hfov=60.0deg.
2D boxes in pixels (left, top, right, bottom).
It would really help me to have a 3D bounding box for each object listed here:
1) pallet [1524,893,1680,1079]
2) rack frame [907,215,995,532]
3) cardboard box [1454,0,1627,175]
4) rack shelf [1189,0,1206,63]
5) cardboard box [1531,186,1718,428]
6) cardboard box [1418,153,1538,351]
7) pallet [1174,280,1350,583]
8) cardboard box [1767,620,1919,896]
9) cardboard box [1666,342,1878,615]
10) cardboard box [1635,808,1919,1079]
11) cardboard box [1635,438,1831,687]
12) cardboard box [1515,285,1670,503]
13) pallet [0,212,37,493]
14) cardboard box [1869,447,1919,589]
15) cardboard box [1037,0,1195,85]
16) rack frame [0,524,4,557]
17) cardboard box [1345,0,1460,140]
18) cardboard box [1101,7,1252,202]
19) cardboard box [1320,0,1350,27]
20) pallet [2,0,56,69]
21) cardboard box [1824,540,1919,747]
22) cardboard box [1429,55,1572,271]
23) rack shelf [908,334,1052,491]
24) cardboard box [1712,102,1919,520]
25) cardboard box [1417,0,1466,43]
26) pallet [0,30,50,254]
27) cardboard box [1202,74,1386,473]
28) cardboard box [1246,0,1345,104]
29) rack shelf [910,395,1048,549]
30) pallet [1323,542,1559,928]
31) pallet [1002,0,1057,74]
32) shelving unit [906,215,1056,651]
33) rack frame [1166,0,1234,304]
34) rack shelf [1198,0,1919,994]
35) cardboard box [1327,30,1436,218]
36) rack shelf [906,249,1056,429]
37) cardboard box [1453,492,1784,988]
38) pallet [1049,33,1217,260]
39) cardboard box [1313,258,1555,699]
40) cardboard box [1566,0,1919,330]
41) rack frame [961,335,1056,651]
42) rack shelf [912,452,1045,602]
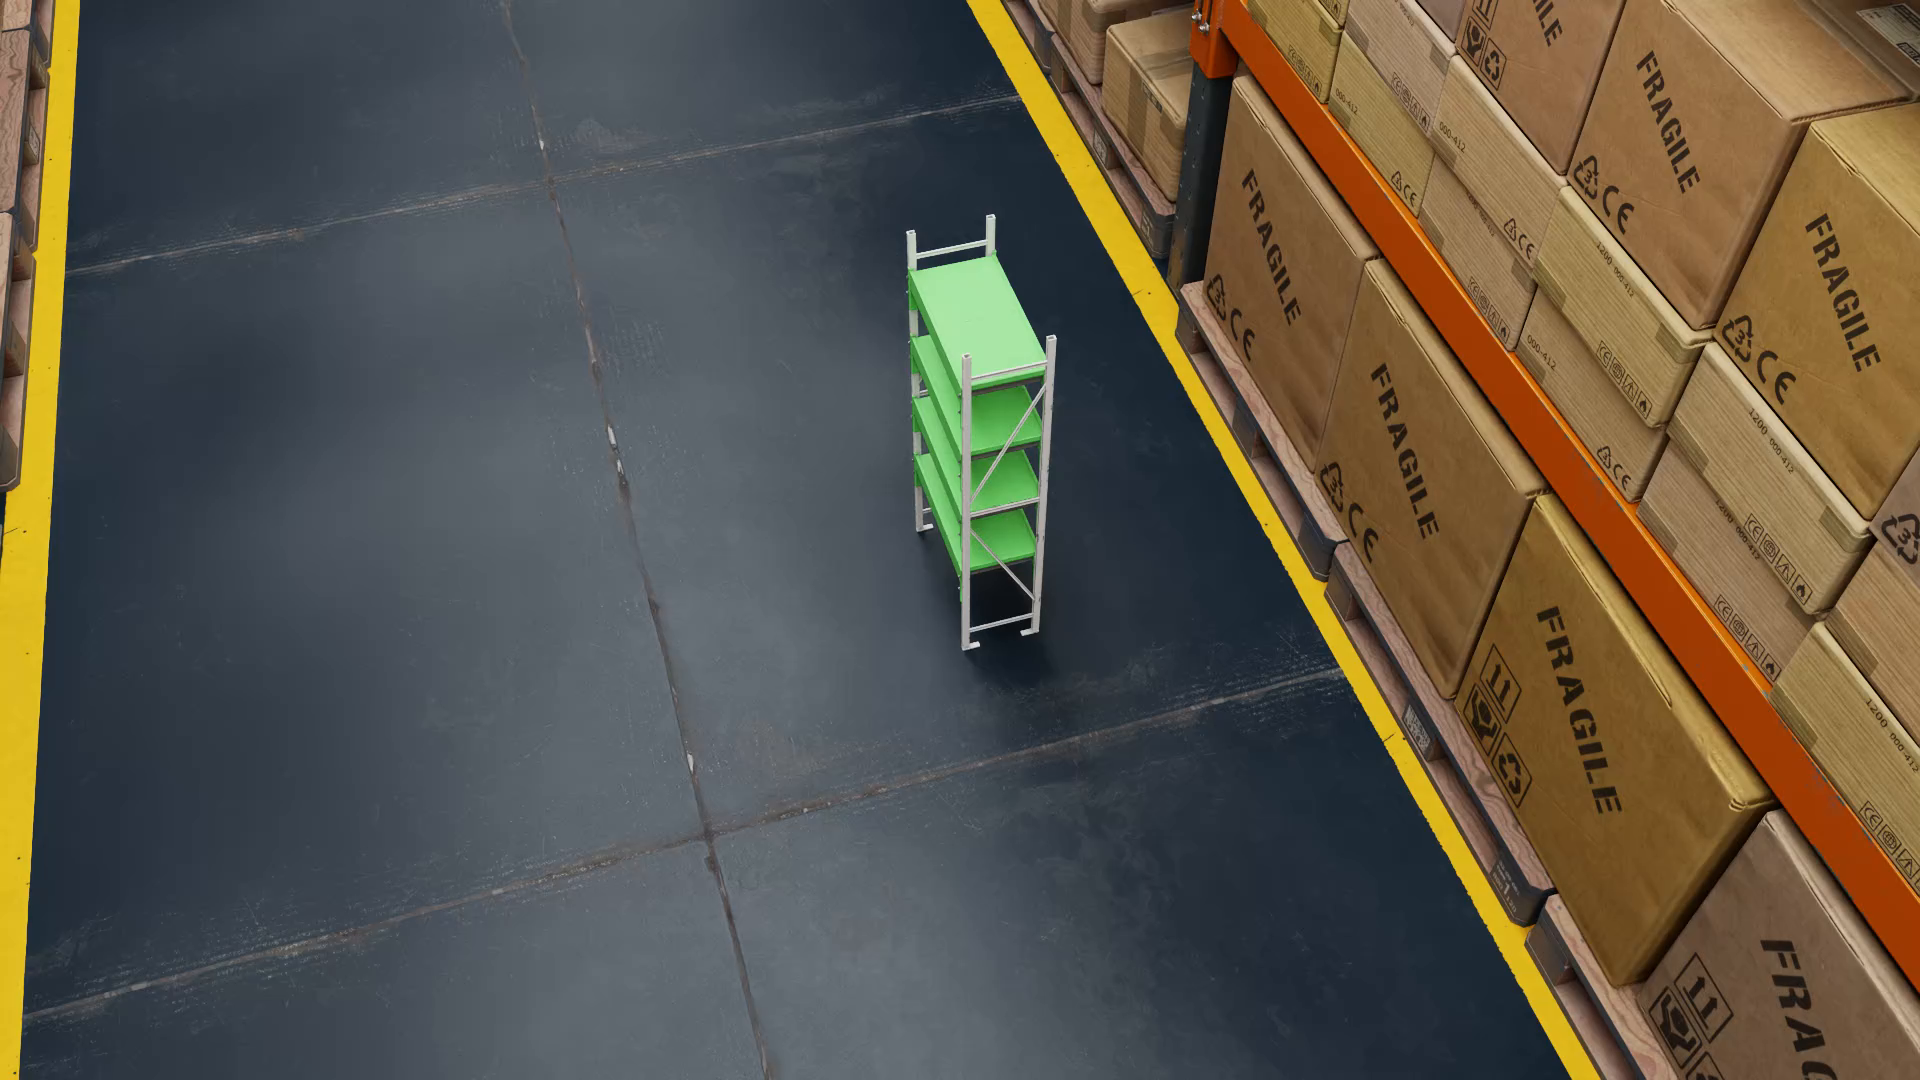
[{"bbox_3d":[2.126,1.301,4.015,1.003,0.211,1.213,-13,51,-11],"label":"pallet"},{"bbox_3d":[-0.023,-0.444,4.840,0.240,1.200,0.015,-13,51,-11],"label":"rack frame"},{"bbox_3d":[1.450,-1.170,3.555,0.500,0.500,0.500,-12,51,-10],"label":"cardboard box"},{"bbox_3d":[0.652,-3.201,6.457,1.077,0.370,4.000,-13,51,-11],"label":"rack shelf"},{"bbox_3d":[1.582,-0.541,3.515,0.500,0.250,0.500,-13,51,-10],"label":"cardboard box"},{"bbox_3d":[1.466,-0.754,4.022,0.500,0.250,0.500,-12,51,-10],"label":"cardboard box"},{"bbox_3d":[1.405,-0.481,5.517,1.003,0.211,1.213,-13,51,-11],"label":"pallet"},{"bbox_3d":[1.903,0.355,3.087,0.500,0.250,0.500,-14,51,-11],"label":"cardboard box"},{"bbox_3d":[1.750,-0.171,3.203,0.500,0.250,0.500,-12,51,-10],"label":"cardboard box"},{"bbox_3d":[2.167,1.064,3.506,0.875,0.875,0.875,-12,51,-10],"label":"cardboard box"},{"bbox_3d":[1.772,-0.018,3.402,0.500,0.250,0.500,-15,51,-12],"label":"cardboard box"},{"bbox_3d":[1.615,-0.395,3.719,0.500,0.250,0.500,-13,51,-11],"label":"cardboard box"},{"bbox_3d":[-3.703,-0.559,5.583,1.003,0.211,1.213,-13,51,-11],"label":"pallet"},{"bbox_3d":[1.894,-0.051,2.612,0.500,0.500,0.500,-12,51,-10],"label":"cardboard box"},{"bbox_3d":[0.860,-2.213,6.598,0.950,0.372,0.625,-14,51,-12],"label":"cardboard box"},{"bbox_3d":[-3.497,-0.847,4.002,1.000,3.000,0.127,-13,51,-11],"label":"rack frame"},{"bbox_3d":[1.309,-1.281,4.140,0.500,0.250,0.500,-12,51,-10],"label":"cardboard box"},{"bbox_3d":[1.086,-1.676,6.145,0.950,0.372,0.625,-16,52,-13],"label":"cardboard box"},{"bbox_3d":[1.157,-1.659,4.458,0.500,0.250,0.500,-14,51,-11],"label":"cardboard box"},{"bbox_3d":[-4.425,-2.341,7.085,1.003,0.211,1.213,-13,51,-11],"label":"pallet"},{"bbox_3d":[1.909,0.206,2.886,0.500,0.250,0.500,-12,51,-10],"label":"cardboard box"},{"bbox_3d":[1.445,-0.915,3.830,0.500,0.250,0.500,-13,51,-11],"label":"cardboard box"},{"bbox_3d":[0.049,-0.379,4.555,0.258,0.148,0.480,-13,51,-11],"label":"rack shelf"},{"bbox_3d":[1.763,-0.426,2.928,0.500,0.500,0.500,-12,51,-10],"label":"cardboard box"},{"bbox_3d":[1.312,-1.551,3.876,0.500,0.500,0.500,-13,51,-11],"label":"cardboard box"},{"bbox_3d":[-4.060,-1.448,6.333,1.003,0.211,1.213,-13,51,-11],"label":"pallet"},{"bbox_3d":[1.368,-0.900,5.162,0.875,0.875,0.875,-14,51,-11],"label":"cardboard box"},{"bbox_3d":[1.148,-1.510,4.659,0.500,0.250,0.500,-14,51,-12],"label":"cardboard box"},{"bbox_3d":[0.049,-0.225,4.738,0.258,0.148,0.480,-13,51,-11],"label":"rack shelf"},{"bbox_3d":[1.762,0.409,4.767,1.003,0.211,1.213,-13,51,-11],"label":"pallet"},{"bbox_3d":[0.657,-2.534,7.248,1.003,0.211,1.213,-13,51,-11],"label":"pallet"},{"bbox_3d":[0.049,-0.266,4.689,0.258,1.200,0.503,-13,51,-11],"label":"shelving unit"},{"bbox_3d":[1.243,-1.972,4.951,1.000,3.000,0.127,-13,51,-11],"label":"rack frame"},{"bbox_3d":[1.835,-0.280,3.994,1.077,0.370,4.000,-13,51,-11],"label":"rack shelf"},{"bbox_3d":[1.317,-1.139,4.346,0.500,0.250,0.500,-15,51,-12],"label":"cardboard box"},{"bbox_3d":[0.049,-0.534,4.371,0.258,0.148,0.480,-13,51,-11],"label":"rack shelf"},{"bbox_3d":[1.892,0.406,4.061,0.875,0.875,0.875,-12,51,-10],"label":"cardboard box"},{"bbox_3d":[1.014,-1.645,6.498,1.003,0.211,1.213,-13,51,-11],"label":"pallet"},{"bbox_3d":[1.628,-0.247,4.612,0.875,0.875,0.875,-13,51,-11],"label":"cardboard box"},{"bbox_3d":[1.596,-0.801,3.244,0.500,0.500,0.500,-13,51,-10],"label":"cardboard box"},{"bbox_3d":[0.121,-0.088,4.539,0.240,1.200,0.015,-13,51,-11],"label":"rack frame"},{"bbox_3d":[0.049,-0.070,4.922,0.258,0.148,0.480,-13,51,-11],"label":"rack shelf"}]
